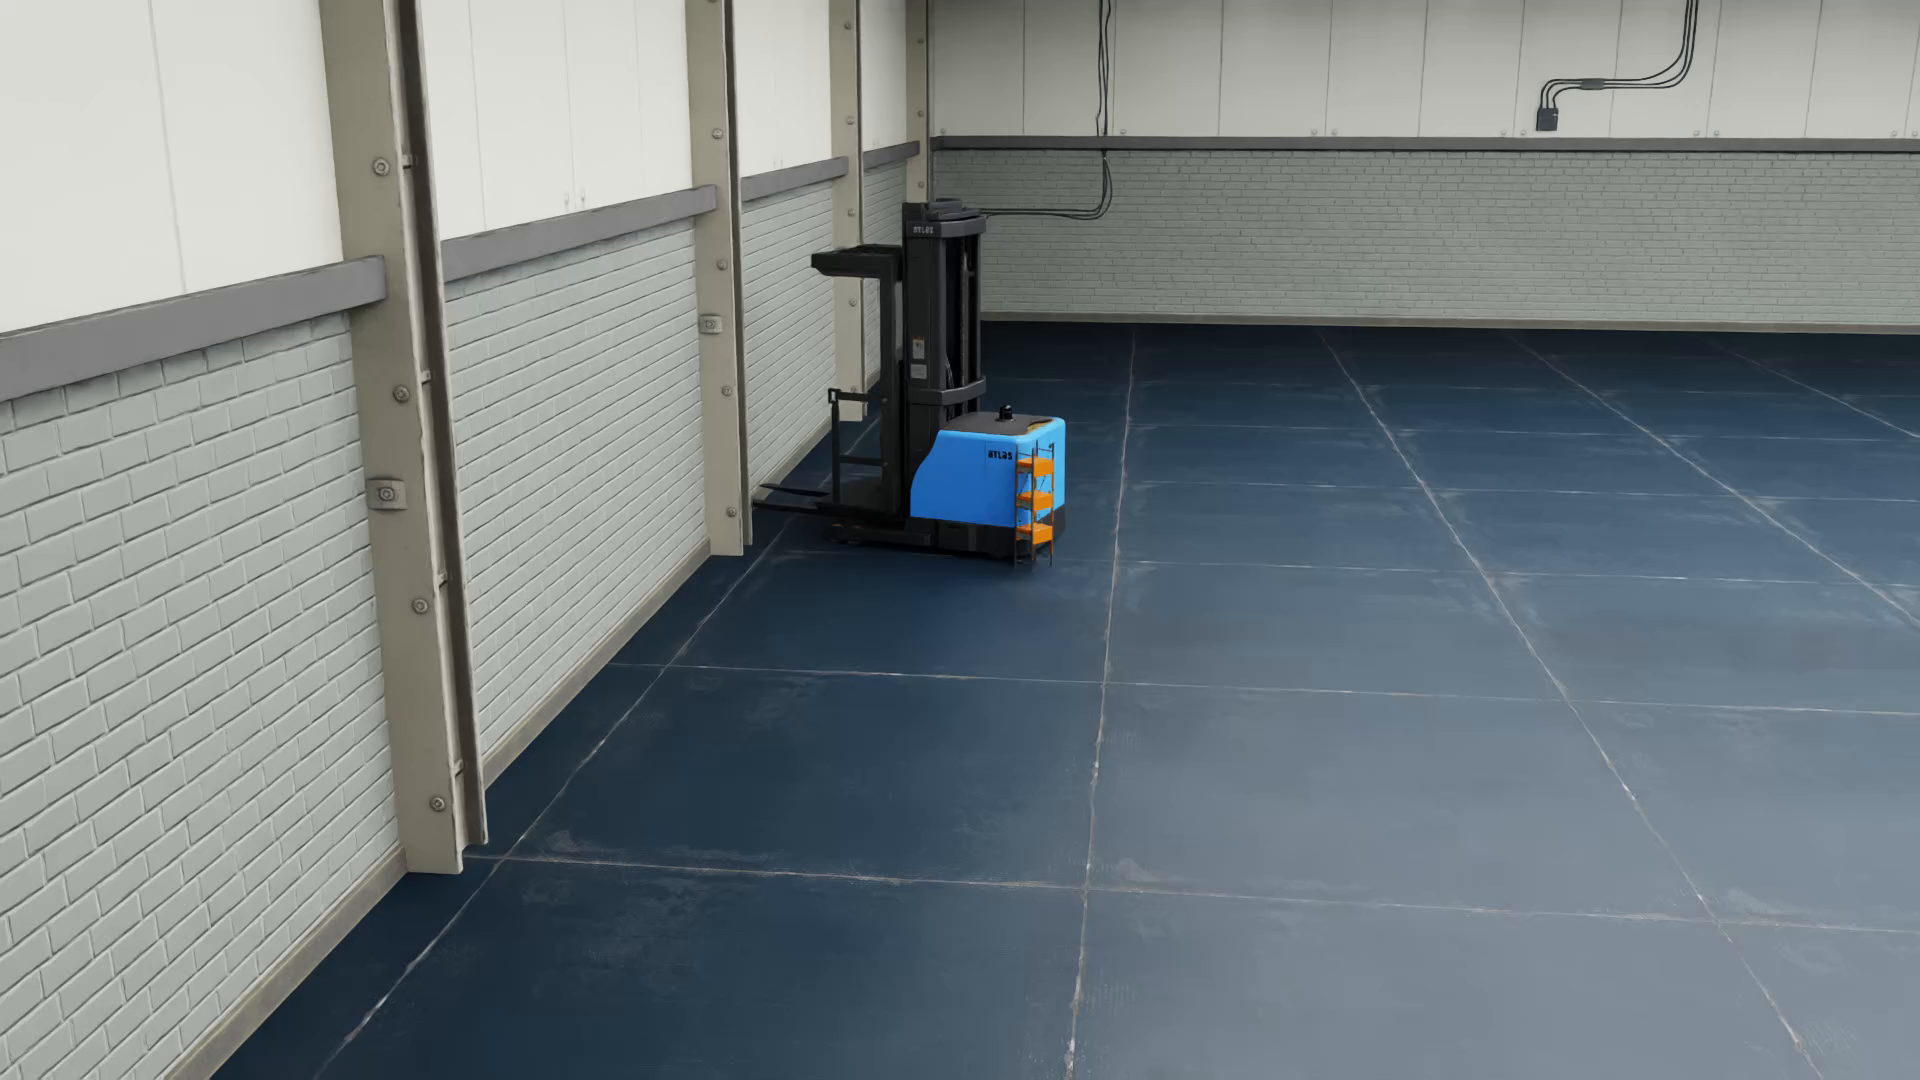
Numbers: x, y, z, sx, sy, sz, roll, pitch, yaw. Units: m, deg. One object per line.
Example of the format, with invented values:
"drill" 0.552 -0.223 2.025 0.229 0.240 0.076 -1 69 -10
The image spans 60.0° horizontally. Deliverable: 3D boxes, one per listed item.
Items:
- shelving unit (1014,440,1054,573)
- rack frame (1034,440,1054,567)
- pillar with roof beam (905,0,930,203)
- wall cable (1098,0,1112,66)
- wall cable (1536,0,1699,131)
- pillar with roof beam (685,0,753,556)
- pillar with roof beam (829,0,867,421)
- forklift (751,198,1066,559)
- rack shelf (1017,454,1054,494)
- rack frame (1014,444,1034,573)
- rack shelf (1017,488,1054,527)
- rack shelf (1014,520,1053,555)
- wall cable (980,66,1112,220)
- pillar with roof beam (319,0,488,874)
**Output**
"shelving unit" 0.610 -0.279 13.683 0.252 1.050 0.215 -15 21 -43
"rack frame" 0.696 -0.302 13.766 0.008 1.050 0.200 -15 21 -43
"pillar with roof beam" 3.643 -7.251 24.238 9.100 9.000 0.400 2 15 6
"wall cable" 3.700 -8.962 26.840 3.097 2.526 0.112 2 15 6
"wall cable" 10.443 -9.461 25.896 2.305 6.003 0.169 2 15 6
"pillar with roof beam" 2.289 -4.139 12.728 9.100 9.000 0.400 2 15 6
"pillar with roof beam" 2.966 -5.695 18.483 9.100 9.000 0.400 2 15 6
"forklift" -0.630 -1.488 14.551 3.031 2.935 1.130 7 16 23
"rack shelf" 0.610 -0.543 13.611 0.240 0.259 0.215 -15 21 -43
"rack frame" 0.524 -0.257 13.600 0.008 1.050 0.200 -15 21 -43
"rack shelf" 0.610 -0.269 13.686 0.240 0.259 0.215 -15 21 -43
"rack shelf" 0.610 -0.001 13.758 0.240 0.259 0.215 -15 21 -43
"wall cable" 1.012 -6.604 27.794 3.097 2.526 0.112 2 15 6
"pillar with roof beam" 1.612 -2.583 6.973 9.100 9.000 0.400 2 15 6
